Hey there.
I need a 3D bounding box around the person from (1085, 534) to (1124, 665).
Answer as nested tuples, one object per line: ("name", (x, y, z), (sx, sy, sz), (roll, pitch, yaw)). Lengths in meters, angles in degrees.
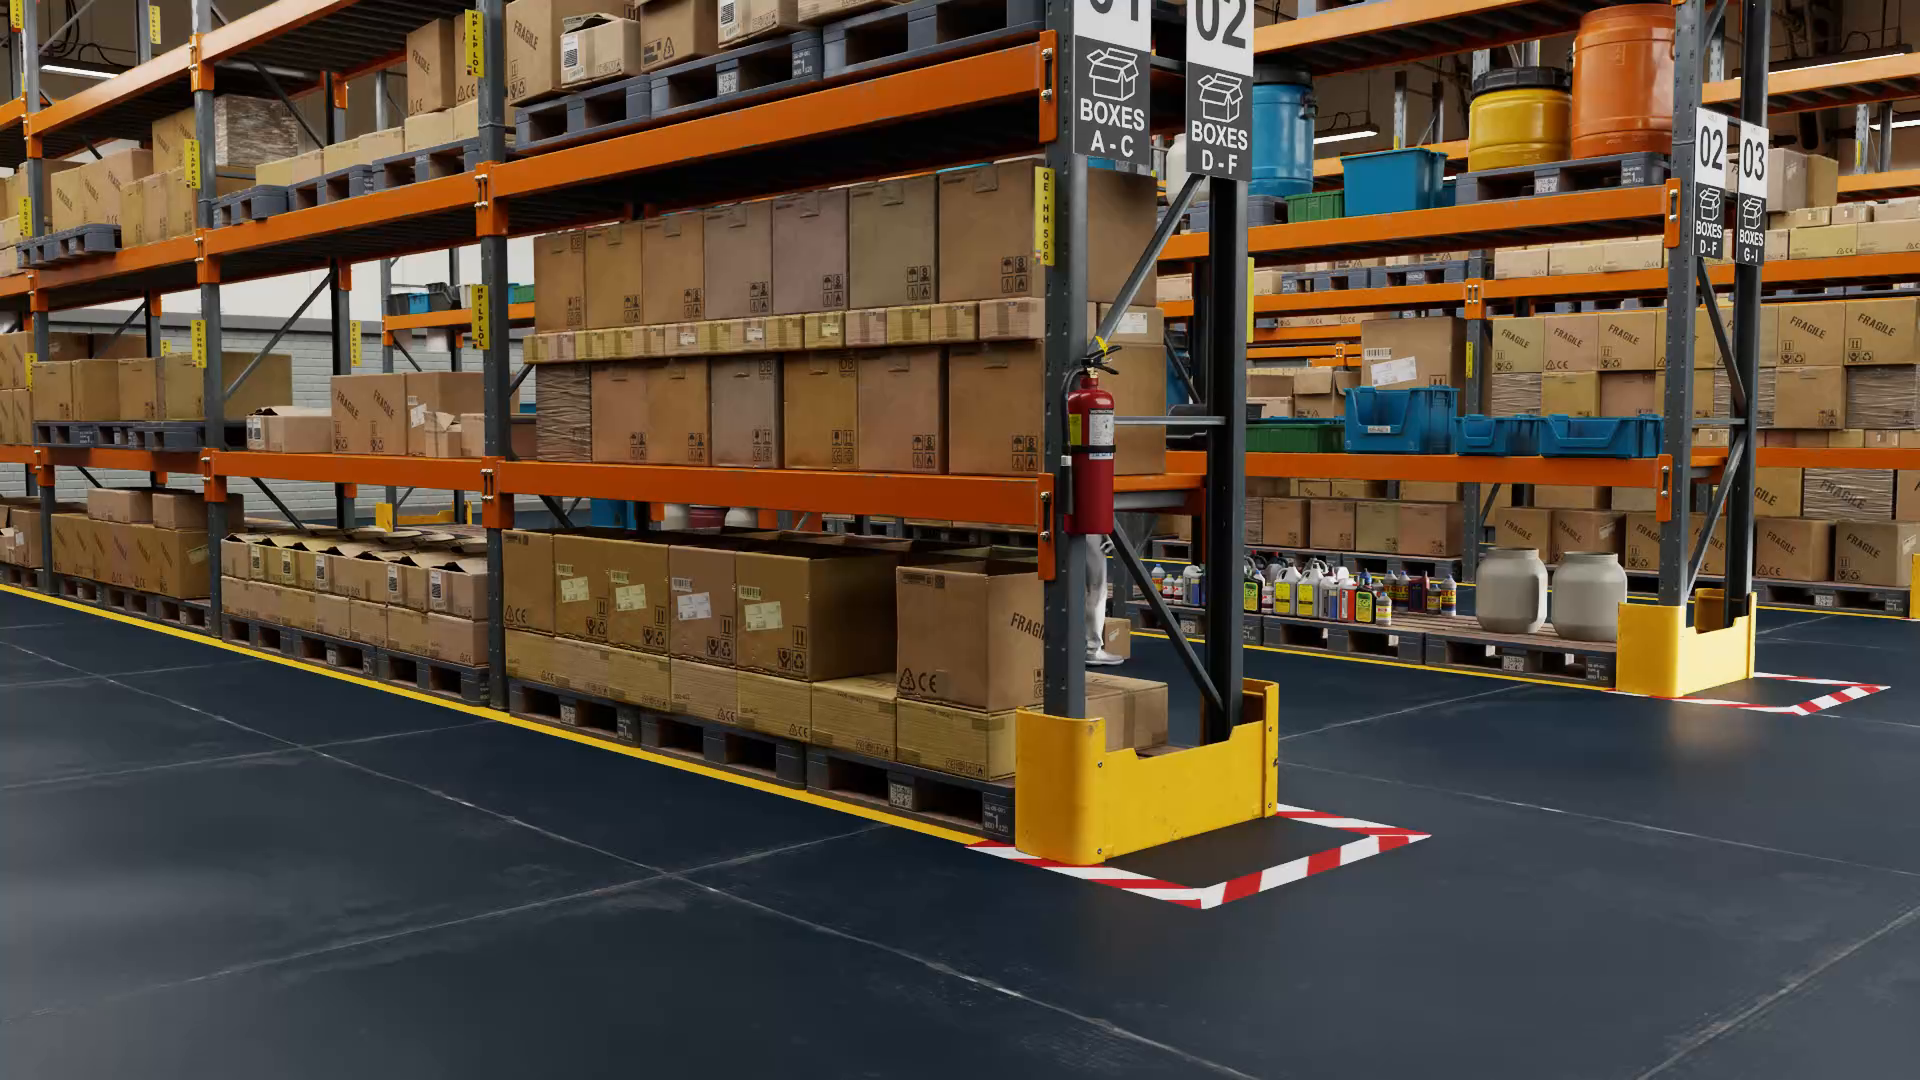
("person", (0.759, -0.061, 10.383), (0.410, 1.663, 0.526), (-4, 6, -44))
